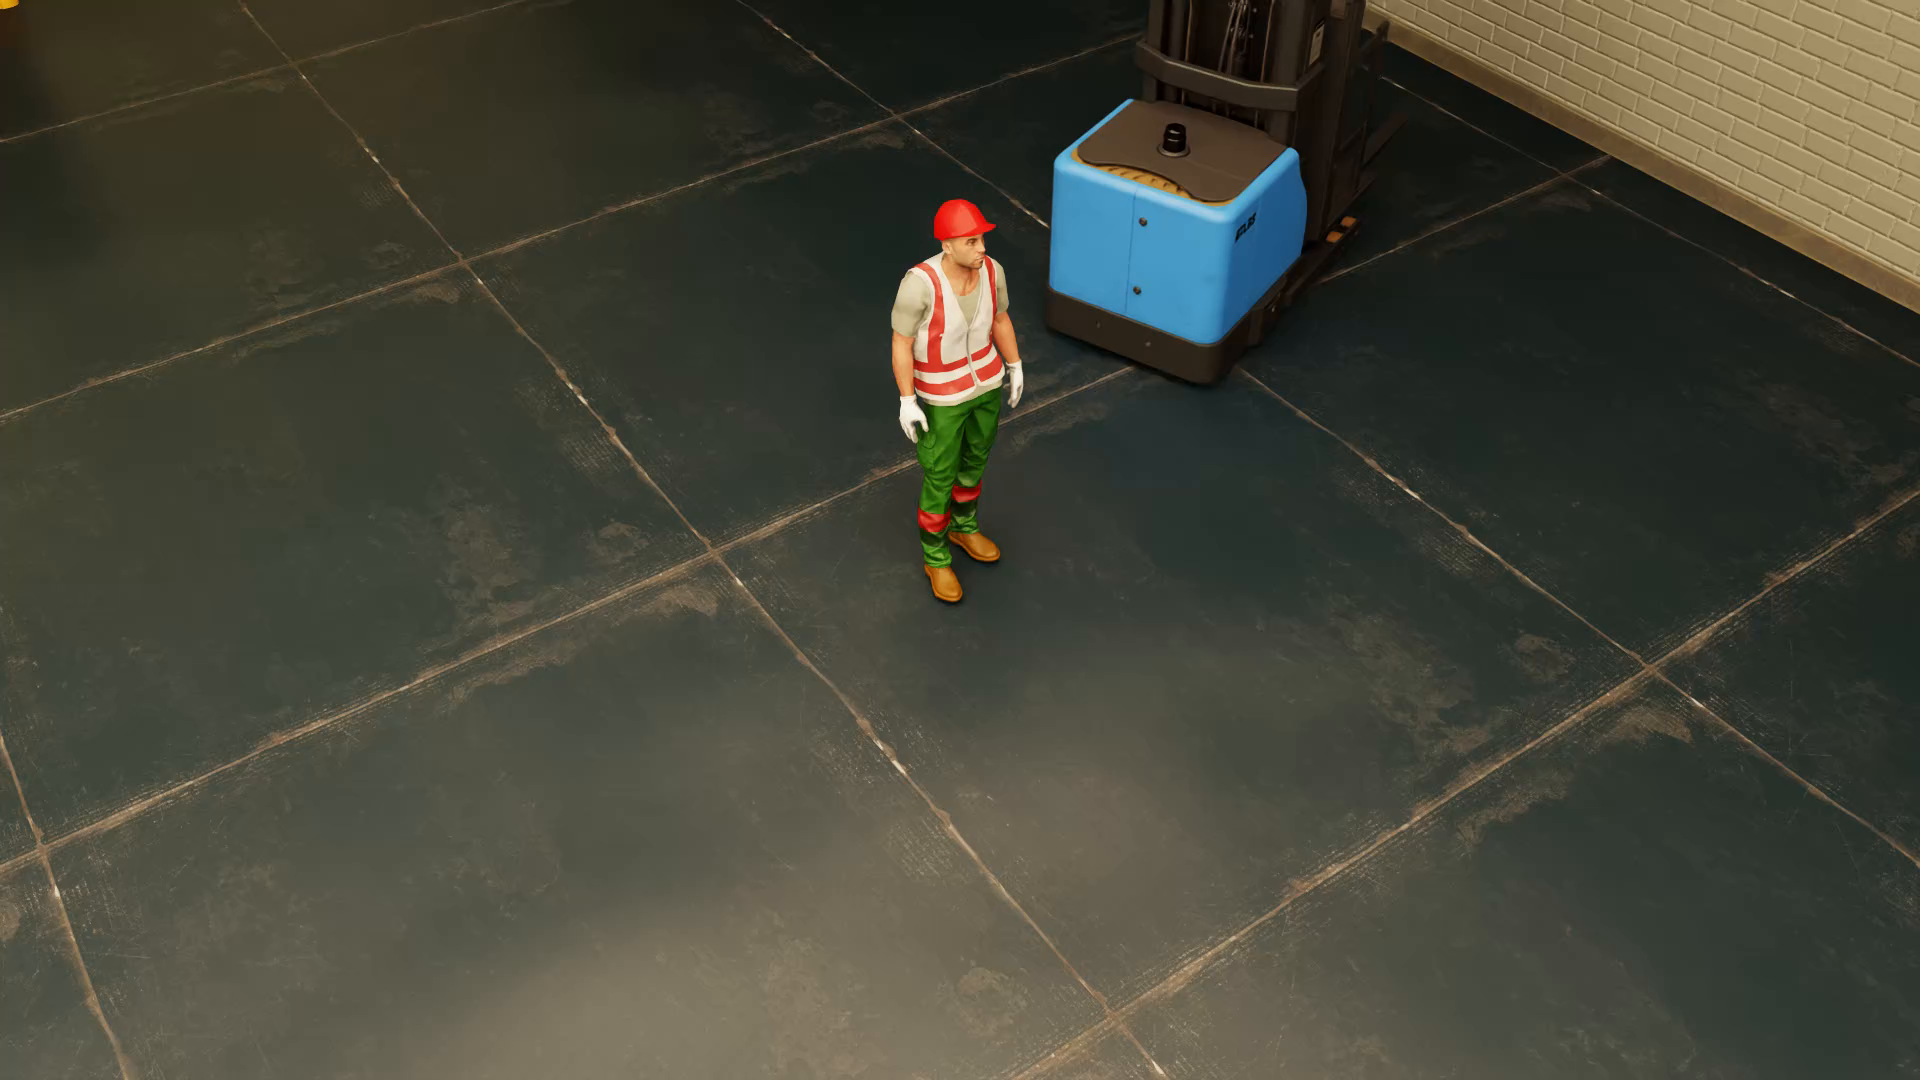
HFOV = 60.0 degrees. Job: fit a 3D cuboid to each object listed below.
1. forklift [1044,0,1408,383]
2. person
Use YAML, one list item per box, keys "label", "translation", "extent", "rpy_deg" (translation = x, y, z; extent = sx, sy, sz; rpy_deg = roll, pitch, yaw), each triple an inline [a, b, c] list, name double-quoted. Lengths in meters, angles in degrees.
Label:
- label: "forklift"
  translation: [1.698, -2.862, 8.821]
  extent: [1.130, 2.935, 3.031]
  rpy_deg: [24, 48, 24]
- label: "person"
  translation: [0.035, -0.614, 7.213]
  extent: [0.638, 1.788, 0.563]
  rpy_deg: [-25, 48, -25]
